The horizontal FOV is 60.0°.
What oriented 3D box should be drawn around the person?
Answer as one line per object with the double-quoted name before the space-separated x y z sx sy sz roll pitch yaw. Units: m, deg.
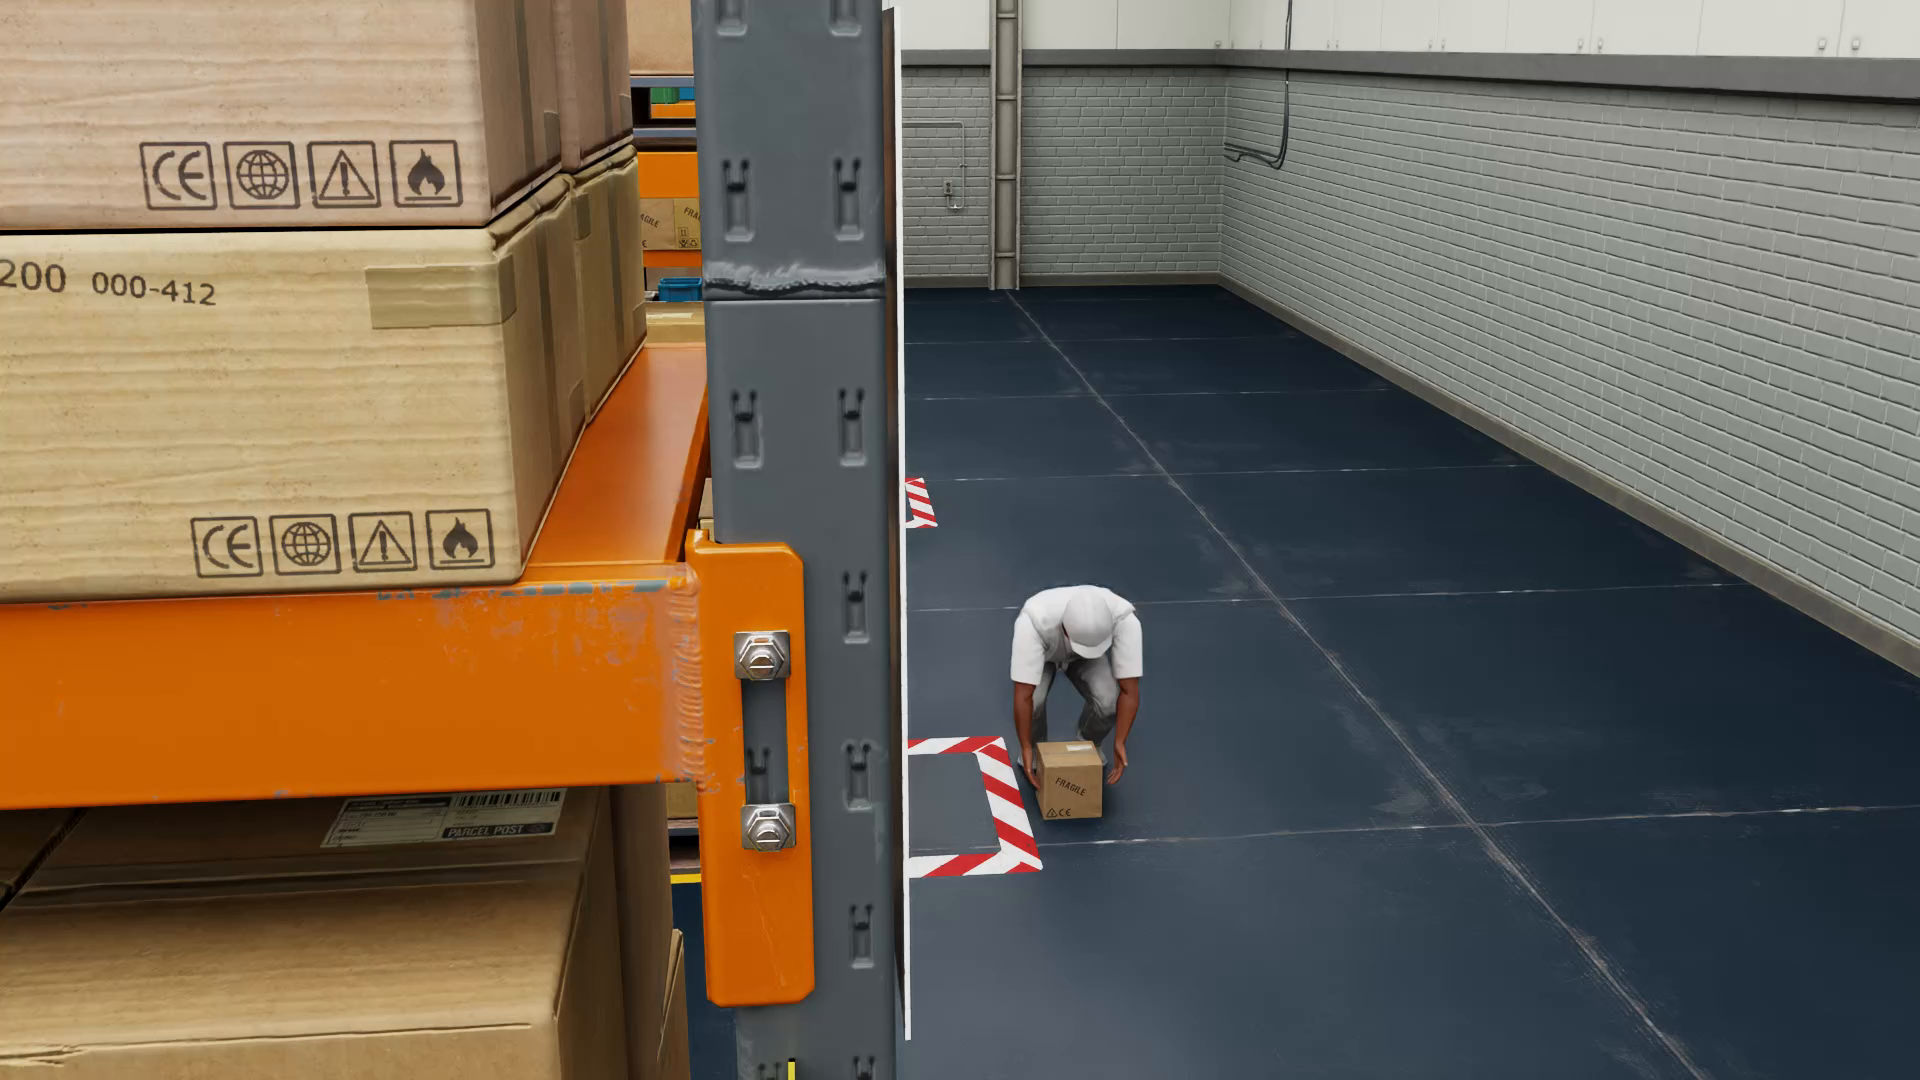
"person" 0.509 0.589 7.418 0.579 0.975 0.903 0 17 0
